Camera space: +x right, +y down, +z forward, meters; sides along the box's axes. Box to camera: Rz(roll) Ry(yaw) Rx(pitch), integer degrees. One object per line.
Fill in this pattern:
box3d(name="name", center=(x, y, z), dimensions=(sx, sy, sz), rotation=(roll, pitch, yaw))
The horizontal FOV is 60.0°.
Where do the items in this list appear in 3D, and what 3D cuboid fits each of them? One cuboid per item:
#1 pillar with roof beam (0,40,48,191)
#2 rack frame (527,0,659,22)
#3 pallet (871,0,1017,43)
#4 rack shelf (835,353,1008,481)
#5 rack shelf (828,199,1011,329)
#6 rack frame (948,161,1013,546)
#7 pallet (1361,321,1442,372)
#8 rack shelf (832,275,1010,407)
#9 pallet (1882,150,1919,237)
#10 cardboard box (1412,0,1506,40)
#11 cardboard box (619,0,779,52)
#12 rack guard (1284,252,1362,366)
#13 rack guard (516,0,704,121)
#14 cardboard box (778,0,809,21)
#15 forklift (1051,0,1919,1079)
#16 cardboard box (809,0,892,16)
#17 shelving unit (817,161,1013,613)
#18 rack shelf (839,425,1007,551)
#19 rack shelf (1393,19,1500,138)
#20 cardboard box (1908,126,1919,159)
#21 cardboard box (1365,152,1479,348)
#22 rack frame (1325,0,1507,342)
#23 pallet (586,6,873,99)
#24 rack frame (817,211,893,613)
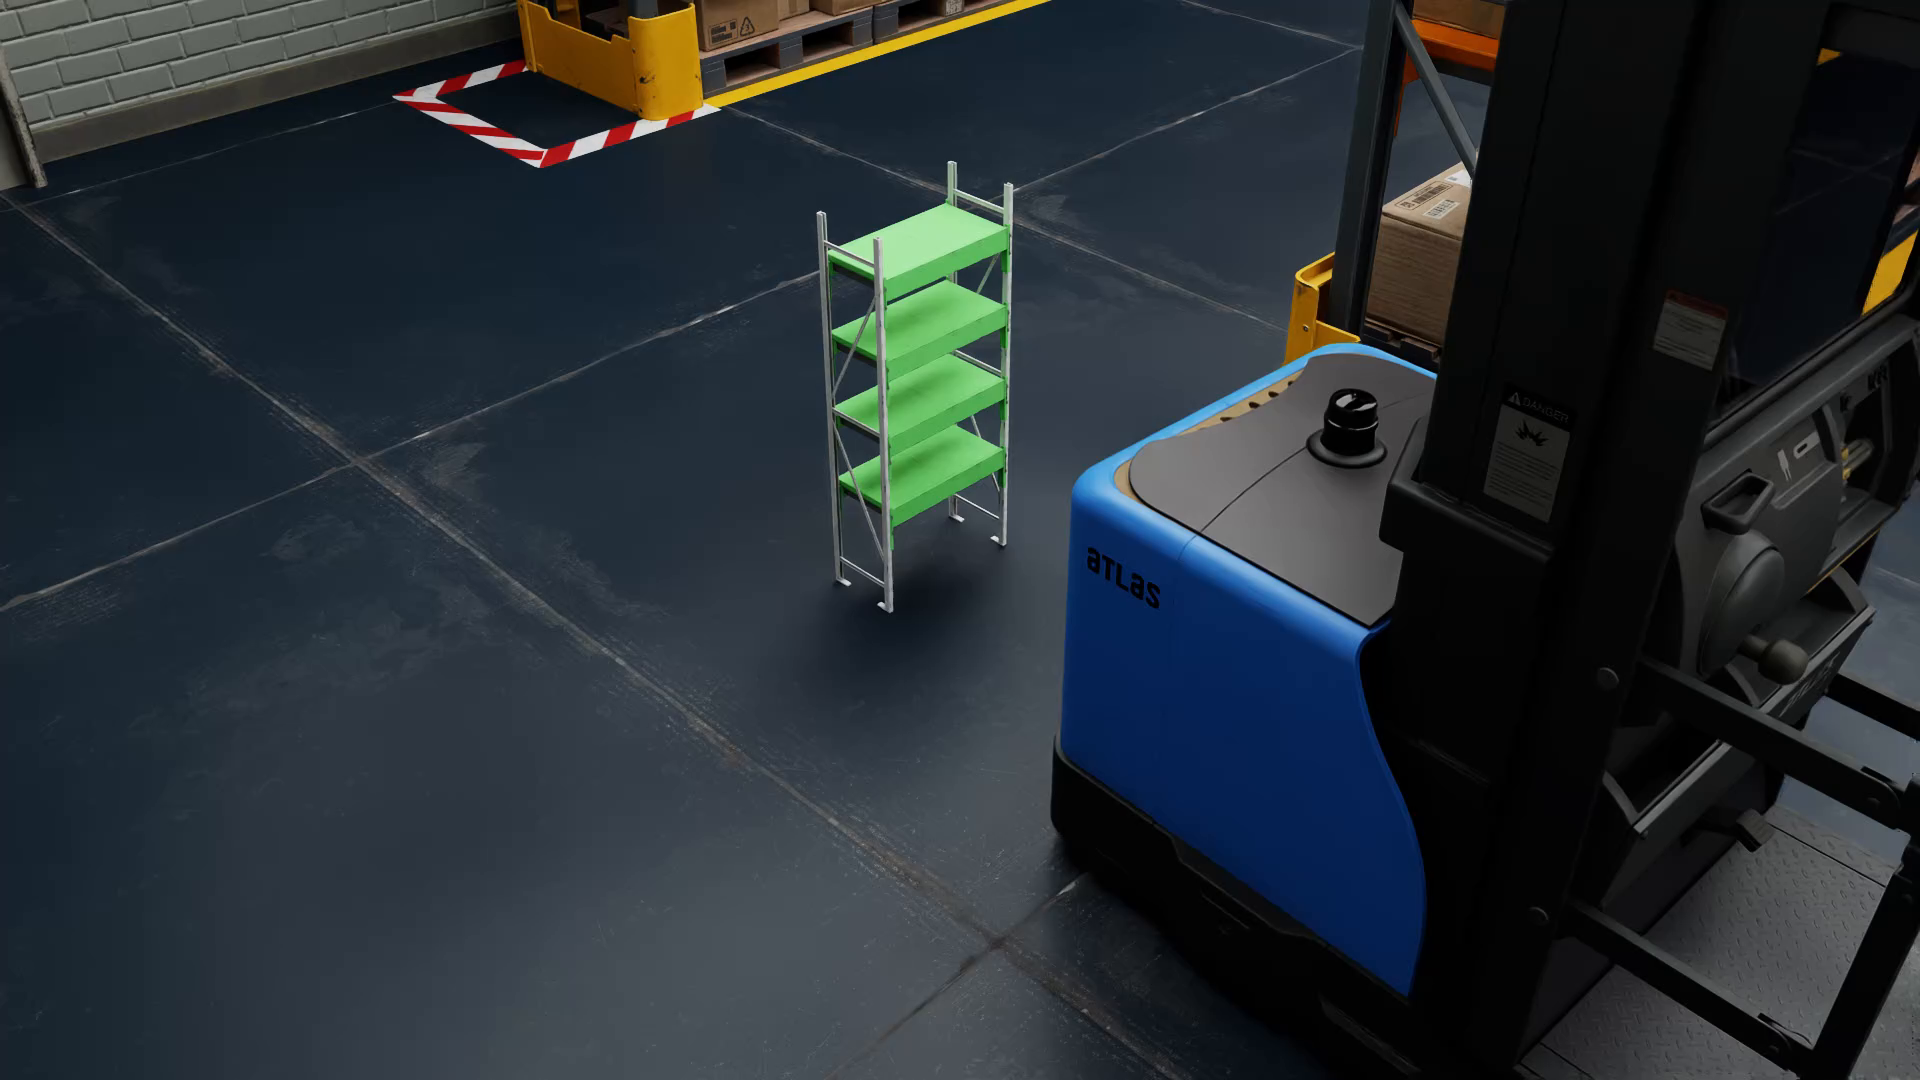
box3d(name="pillar with roof beam", center=(-1.341, -3.554, 2.479), dimensions=(9.100, 9.000, 0.400), rotation=(30, 45, 35))
box3d(name="rack frame", center=(-1.856, -3.559, 7.731), dimensions=(1.000, 3.000, 0.127), rotation=(30, 45, 35))
box3d(name="pallet", center=(-0.382, -3.263, 9.744), dimensions=(1.003, 0.211, 1.213), rotation=(30, 45, 35))
box3d(name="rack shelf", center=(-0.117, -0.373, 4.847), dimensions=(0.258, 0.148, 0.480), rotation=(30, 45, 35))
box3d(name="rack shelf", center=(-0.117, -0.766, 4.572), dimensions=(0.258, 0.148, 0.480), rotation=(30, 45, 35))
box3d(name="rack frame", center=(0.055, -0.524, 4.952), dimensions=(0.240, 1.200, 0.015), rotation=(30, 45, 35))
box3d(name="pallet", center=(2.177, -0.772, 6.173), dimensions=(1.003, 0.211, 1.213), rotation=(30, 45, 35))
box3d(name="rack shelf", center=(-0.117, -0.569, 4.710), dimensions=(0.258, 0.148, 0.480), rotation=(30, 45, 35))
box3d(name="pallet", center=(3.896, -1.763, 7.593), dimensions=(1.003, 0.211, 1.213), rotation=(30, 45, 35))
box3d(name="cardboard box", center=(1.821, -1.904, 5.270), dimensions=(0.500, 0.500, 0.500), rotation=(-30, 45, -35))
box3d(name="cardboard box", center=(-1.358, -2.918, 8.626), dimensions=(0.797, 0.503, 0.637), rotation=(28, 43, 34))
box3d(name="rack guard", center=(1.652, -0.525, 5.566), dimensions=(1.175, 0.500, 0.348), rotation=(30, 45, 35))
box3d(name="rack guard", center=(-1.803, -2.565, 8.490), dimensions=(1.175, 0.500, 0.348), rotation=(30, 45, 35))
box3d(name="cardboard box", center=(-1.031, -2.929, 8.953), dimensions=(0.380, 0.149, 0.250), rotation=(28, 43, 34))
box3d(name="forklift", center=(1.590, -0.023, 2.721), dimensions=(1.130, 2.935, 3.031), rotation=(-28, 43, -34))
box3d(name="cardboard box", center=(-0.728, -3.248, 9.102), dimensions=(0.500, 0.500, 0.700), rotation=(-28, 44, -34))
box3d(name="shelving unit", center=(-0.117, -0.425, 4.810), dimensions=(0.258, 1.200, 0.503), rotation=(30, 45, 35))
box3d(name="rack shelf", center=(-0.117, -0.176, 4.984), dimensions=(0.258, 0.148, 0.480), rotation=(30, 45, 35))
box3d(name="rack shelf", center=(3.078, -2.077, 6.235), dimensions=(1.077, 0.370, 4.000), rotation=(30, 45, 35))
box3d(name="cardboard box", center=(3.969, -2.094, 7.503), dimensions=(0.875, 0.438, 0.875), rotation=(29, 44, 35))
box3d(name="cardboard box", center=(2.063, -0.990, 5.920), dimensions=(0.875, 0.438, 0.875), rotation=(28, 44, 34))
box3d(name="rack frame", center=(1.669, -1.560, 4.865), dimensions=(1.000, 3.000, 0.127), rotation=(30, 45, 35))
box3d(name="pallet", center=(-1.242, -2.770, 9.038), dimensions=(1.003, 0.211, 1.213), rotation=(30, 45, 35))
box3d(name="rack frame", center=(-0.289, -0.326, 4.668), dimensions=(0.240, 1.200, 0.015), rotation=(30, 45, 35))
